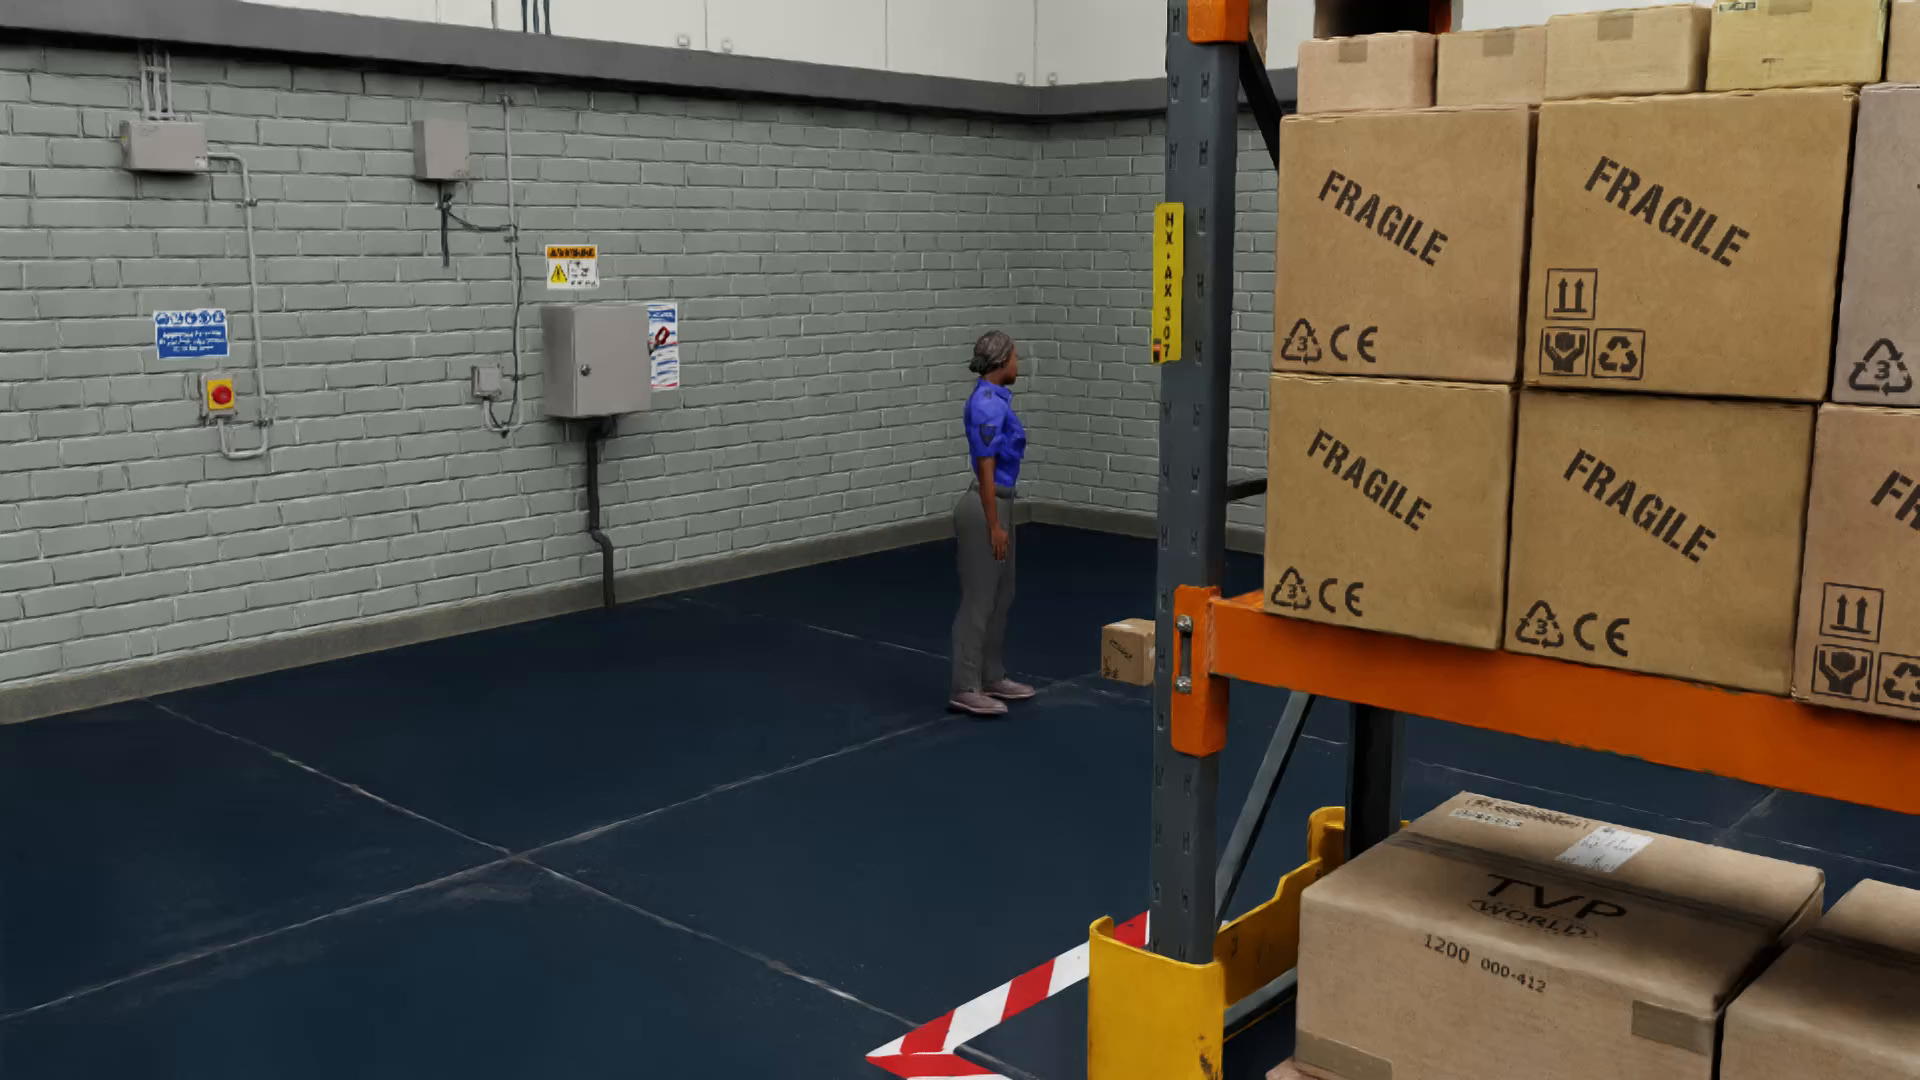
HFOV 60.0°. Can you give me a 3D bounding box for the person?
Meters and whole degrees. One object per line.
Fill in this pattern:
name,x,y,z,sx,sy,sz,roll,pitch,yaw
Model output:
person,0.145,-0.078,7.325,0.380,1.651,0.500,1,10,4
